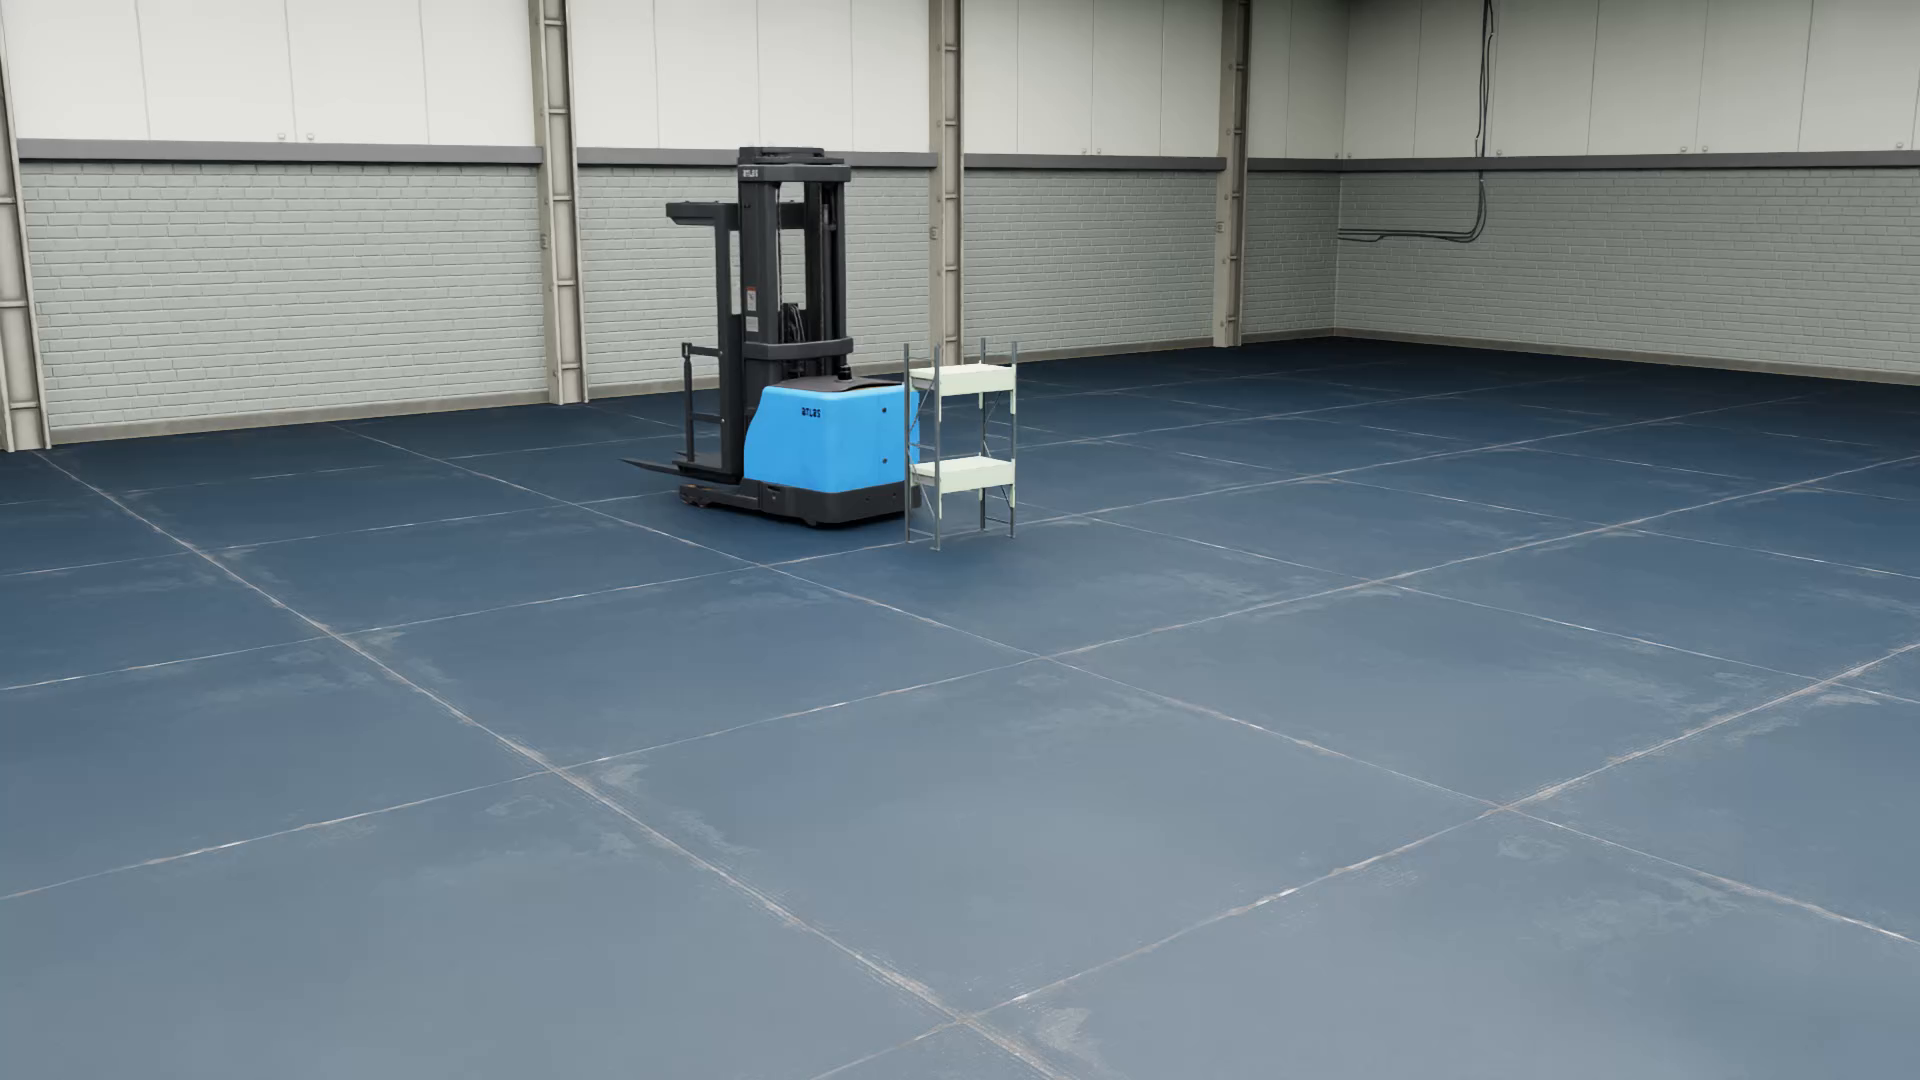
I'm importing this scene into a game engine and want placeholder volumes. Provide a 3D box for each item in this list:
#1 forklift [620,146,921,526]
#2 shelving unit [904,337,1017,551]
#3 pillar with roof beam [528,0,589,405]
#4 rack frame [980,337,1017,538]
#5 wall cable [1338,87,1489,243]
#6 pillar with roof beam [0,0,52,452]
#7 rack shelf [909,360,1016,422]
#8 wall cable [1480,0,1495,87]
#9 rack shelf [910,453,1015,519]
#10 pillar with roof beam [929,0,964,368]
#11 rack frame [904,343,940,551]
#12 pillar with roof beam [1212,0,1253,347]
[{"bbox_3d":[-1.733,-1.778,13.944,3.031,2.935,1.130,11,16,42],"label":"forklift"},{"bbox_3d":[0.005,-0.735,12.477,0.755,1.500,0.431,-9,15,-38],"label":"shelving unit"},{"bbox_3d":[-2.187,-5.420,16.491,0.400,9.000,9.100,-9,15,-38],"label":"pillar with roof beam"},{"bbox_3d":[0.291,-0.782,12.701,0.023,1.500,0.400,-9,15,-38],"label":"rack frame"},{"bbox_3d":[7.621,-6.325,28.225,0.112,2.526,3.097,-9,15,-38],"label":"wall cable"},{"bbox_3d":[-6.872,-4.642,12.825,0.400,9.000,9.100,-9,15,-38],"label":"pillar with roof beam"},{"bbox_3d":[0.005,-1.116,12.396,0.720,0.370,0.431,-9,15,-38],"label":"rack shelf"},{"bbox_3d":[9.311,-8.356,25.634,0.112,2.526,3.097,-9,15,-38],"label":"wall cable"},{"bbox_3d":[0.005,-0.416,12.545,0.720,0.370,0.431,-9,15,-38],"label":"rack shelf"},{"bbox_3d":[2.498,-6.199,20.158,0.400,9.000,9.100,-9,15,-38],"label":"pillar with roof beam"},{"bbox_3d":[-0.281,-0.687,12.253,0.023,1.500,0.400,-9,15,-38],"label":"rack frame"},{"bbox_3d":[7.183,-6.978,23.824,0.400,9.000,9.100,-9,15,-38],"label":"pillar with roof beam"}]
